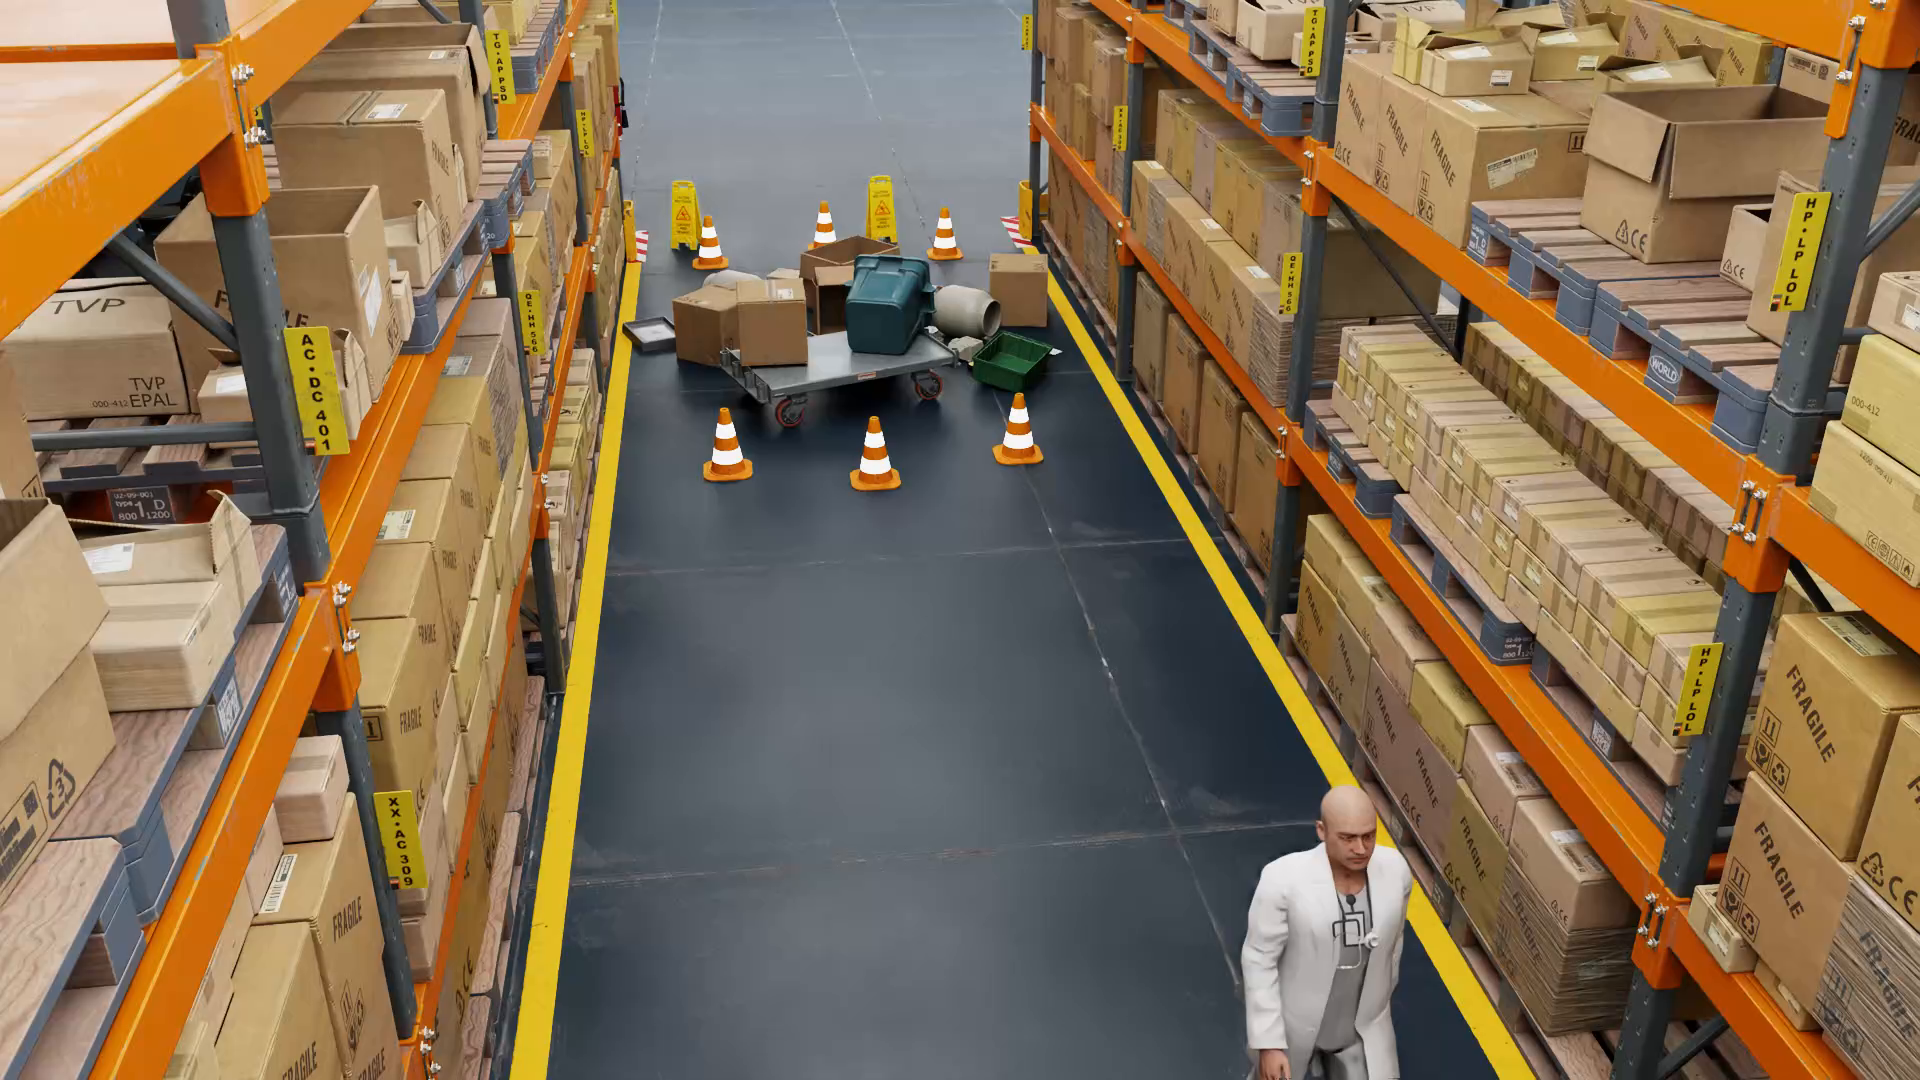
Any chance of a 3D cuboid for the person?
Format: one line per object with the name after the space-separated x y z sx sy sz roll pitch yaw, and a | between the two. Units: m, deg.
1.204 1.598 5.442 0.596 1.713 1.127 -1 27 -2 | person
